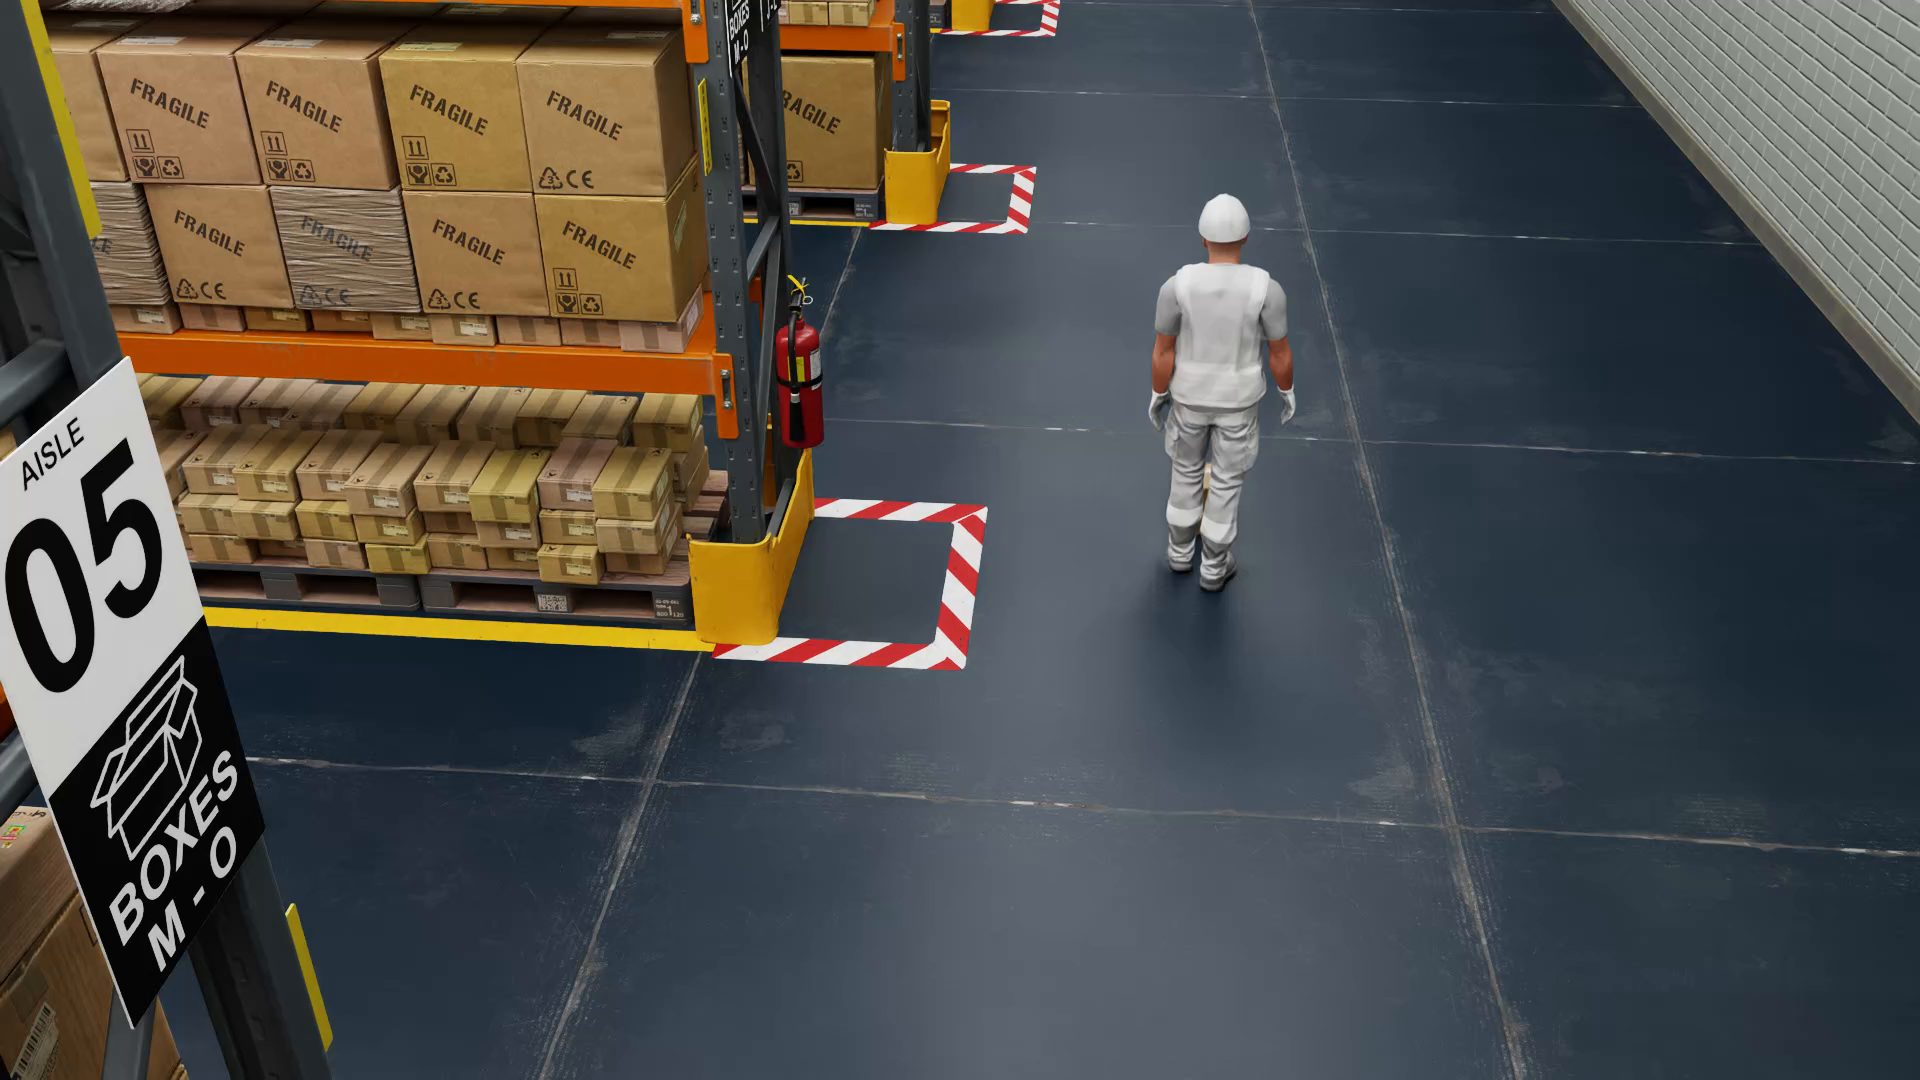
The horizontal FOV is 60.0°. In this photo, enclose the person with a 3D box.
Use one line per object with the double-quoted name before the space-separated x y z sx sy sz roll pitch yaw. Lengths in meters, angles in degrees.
"person" 1.131 -0.609 7.117 0.609 1.839 0.448 8 33 13
